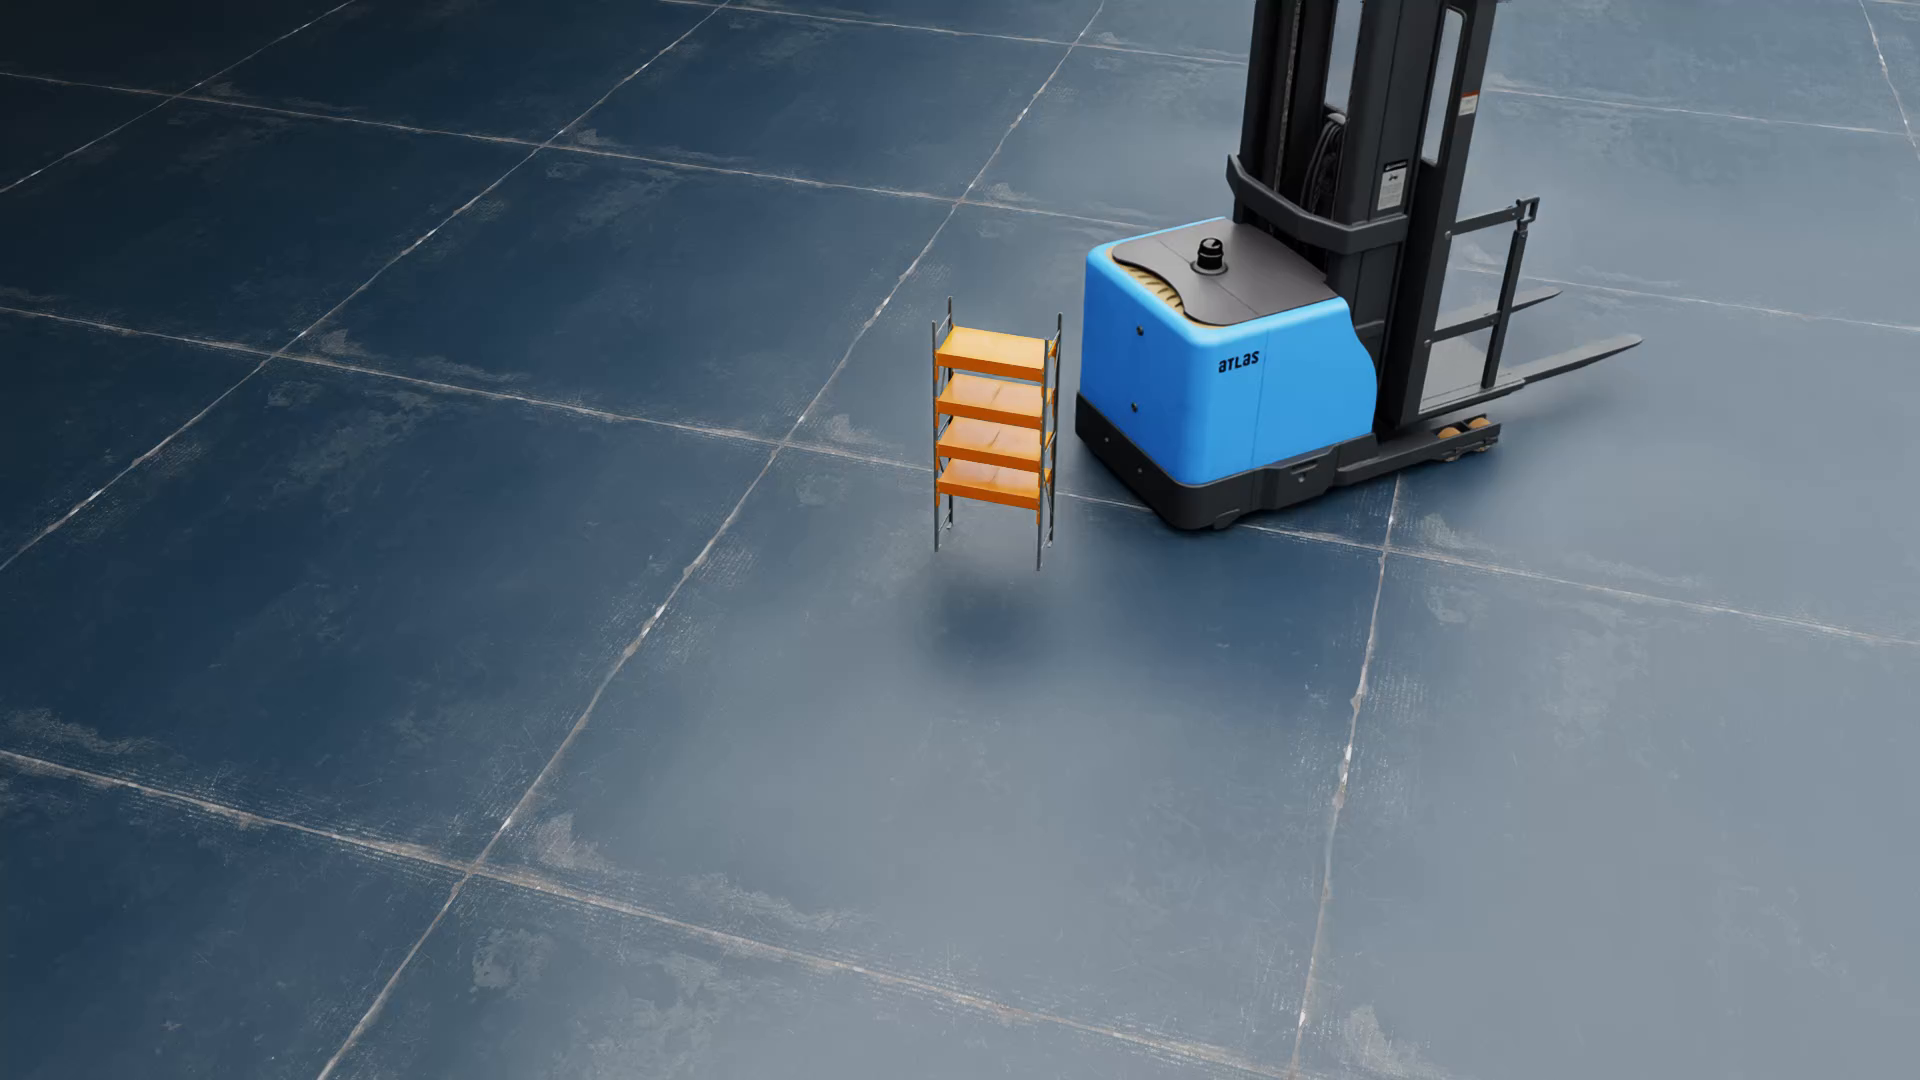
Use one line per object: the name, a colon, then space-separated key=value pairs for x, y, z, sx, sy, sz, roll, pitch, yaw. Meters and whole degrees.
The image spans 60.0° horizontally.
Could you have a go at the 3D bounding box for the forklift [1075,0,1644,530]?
forklift: x=2.129 y=-1.834 z=7.769 sx=3.031 sy=2.935 sz=1.130 roll=-17 pitch=40 yaw=-21

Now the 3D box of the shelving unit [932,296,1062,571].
shelving unit: x=0.158 y=-0.454 z=7.355 sx=0.503 sy=1.200 sz=0.258 roll=10 pitch=38 yaw=14

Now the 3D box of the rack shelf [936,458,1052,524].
rack shelf: x=0.158 y=-0.240 z=7.512 sx=0.480 sy=0.148 sz=0.258 roll=10 pitch=38 yaw=14

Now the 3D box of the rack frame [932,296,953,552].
rack frame: x=-0.075 y=-0.497 z=7.413 sx=0.015 sy=1.200 sz=0.240 roll=10 pitch=38 yaw=14

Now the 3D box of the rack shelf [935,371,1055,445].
rack shelf: x=0.158 y=-0.580 z=7.262 sx=0.480 sy=0.148 sz=0.258 roll=10 pitch=38 yaw=14

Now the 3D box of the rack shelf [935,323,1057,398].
rack shelf: x=0.158 y=-0.770 z=7.122 sx=0.480 sy=0.148 sz=0.258 roll=10 pitch=38 yaw=14

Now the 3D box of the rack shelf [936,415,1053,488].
rack shelf: x=0.158 y=-0.400 z=7.394 sx=0.480 sy=0.148 sz=0.258 roll=10 pitch=38 yaw=14

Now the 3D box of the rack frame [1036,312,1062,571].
rack frame: x=0.391 y=-0.411 z=7.296 sx=0.015 sy=1.200 sz=0.240 roll=10 pitch=38 yaw=14
